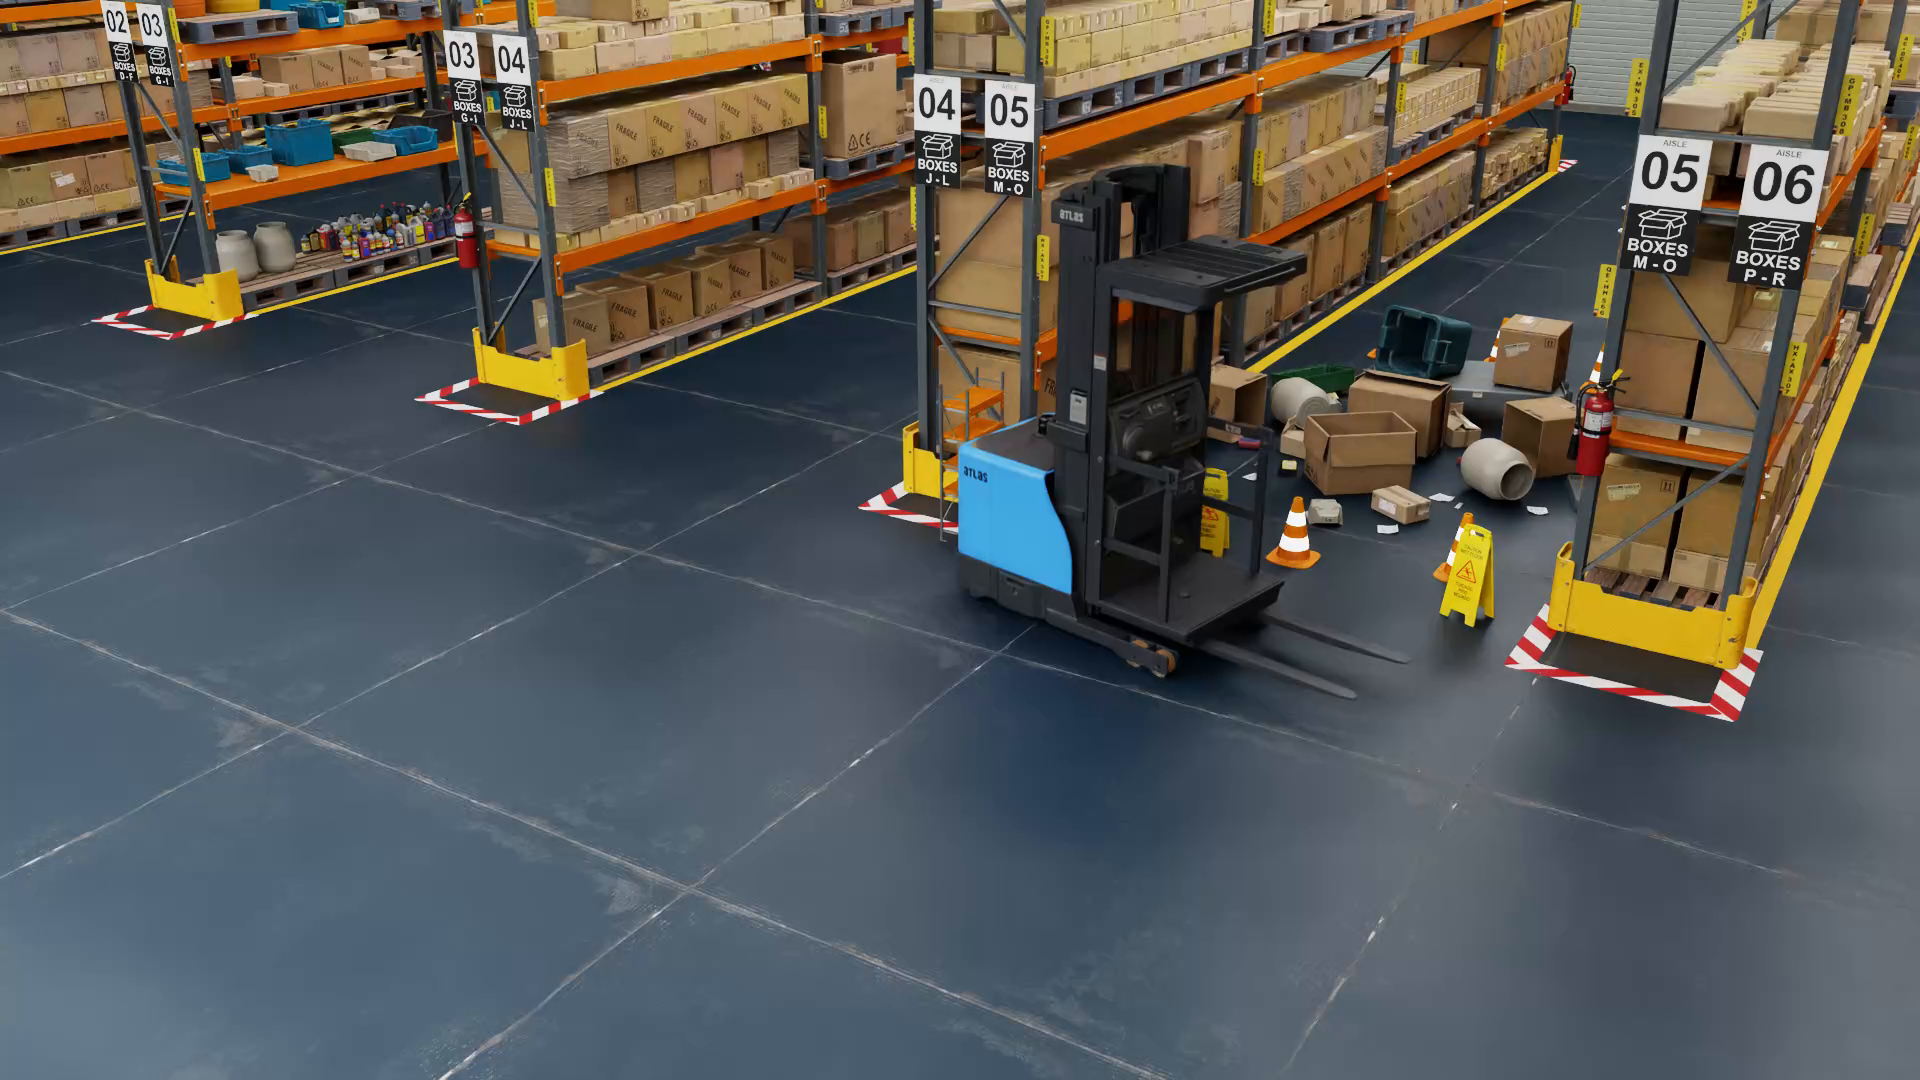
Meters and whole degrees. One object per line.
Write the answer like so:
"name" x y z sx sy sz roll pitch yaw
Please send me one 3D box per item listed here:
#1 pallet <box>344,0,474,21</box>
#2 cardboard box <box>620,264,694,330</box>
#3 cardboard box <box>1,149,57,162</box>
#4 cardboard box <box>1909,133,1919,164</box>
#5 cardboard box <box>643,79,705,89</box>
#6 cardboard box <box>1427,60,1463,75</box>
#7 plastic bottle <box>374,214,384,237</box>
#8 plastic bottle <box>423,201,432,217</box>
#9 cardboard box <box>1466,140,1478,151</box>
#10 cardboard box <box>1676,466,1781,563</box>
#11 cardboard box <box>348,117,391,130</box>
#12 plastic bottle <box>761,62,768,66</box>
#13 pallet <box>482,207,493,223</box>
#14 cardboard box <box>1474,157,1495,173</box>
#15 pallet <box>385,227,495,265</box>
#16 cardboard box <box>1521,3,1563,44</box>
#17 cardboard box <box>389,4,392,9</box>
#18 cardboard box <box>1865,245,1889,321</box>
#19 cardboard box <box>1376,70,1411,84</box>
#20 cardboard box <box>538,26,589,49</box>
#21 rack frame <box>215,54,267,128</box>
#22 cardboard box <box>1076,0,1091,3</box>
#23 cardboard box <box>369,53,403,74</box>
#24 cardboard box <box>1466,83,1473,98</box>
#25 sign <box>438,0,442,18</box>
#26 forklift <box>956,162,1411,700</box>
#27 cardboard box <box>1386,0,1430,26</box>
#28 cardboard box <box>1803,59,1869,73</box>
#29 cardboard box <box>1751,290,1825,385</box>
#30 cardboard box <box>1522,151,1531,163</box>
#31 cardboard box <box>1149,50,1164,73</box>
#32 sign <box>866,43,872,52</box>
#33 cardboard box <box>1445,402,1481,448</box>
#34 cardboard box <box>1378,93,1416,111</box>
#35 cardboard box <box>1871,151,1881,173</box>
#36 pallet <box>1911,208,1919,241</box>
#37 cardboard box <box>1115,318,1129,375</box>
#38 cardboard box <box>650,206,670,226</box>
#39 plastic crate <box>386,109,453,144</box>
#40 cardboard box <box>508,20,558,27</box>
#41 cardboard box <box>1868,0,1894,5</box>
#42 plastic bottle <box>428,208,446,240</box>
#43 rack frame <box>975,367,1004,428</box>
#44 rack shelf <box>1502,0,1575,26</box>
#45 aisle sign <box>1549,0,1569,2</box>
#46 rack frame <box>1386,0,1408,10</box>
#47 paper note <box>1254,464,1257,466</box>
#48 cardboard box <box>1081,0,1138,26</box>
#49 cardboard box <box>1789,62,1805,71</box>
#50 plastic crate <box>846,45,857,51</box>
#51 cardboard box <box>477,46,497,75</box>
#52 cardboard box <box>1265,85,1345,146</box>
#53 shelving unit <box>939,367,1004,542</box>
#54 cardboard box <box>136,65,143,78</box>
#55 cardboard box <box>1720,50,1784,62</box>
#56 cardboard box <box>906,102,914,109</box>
"pallet" -6.427 -6.203 19.266 1.213 0.211 1.003 14 27 29
"cardboard box" -3.056 -2.459 16.771 0.500 0.500 0.500 17 29 34
"cardboard box" -11.901 -4.726 21.379 0.500 0.500 0.500 14 27 29
"cardboard box" 9.910 -4.201 17.738 0.500 0.250 0.500 14 27 30
"cardboard box" -2.902 -4.344 16.751 0.500 0.500 0.500 14 27 29
"cardboard box" 6.474 -6.171 22.229 0.500 0.500 0.500 14 27 29
"plastic bottle" -7.053 -3.821 20.180 0.097 0.271 0.097 0 23 0
"plastic bottle" -6.670 -4.112 20.852 0.097 0.271 0.097 0 23 0
"cardboard box" 7.275 -5.615 23.755 0.380 0.149 0.250 14 27 29
"cardboard box" 5.060 -0.210 10.948 0.500 0.500 0.500 13 27 27
"cardboard box" -8.830 -6.180 24.977 0.500 0.311 0.500 14 27 29
"plastic bottle" -2.898 -7.091 24.916 0.144 0.351 0.185 14 27 29
"pallet" -5.748 -4.171 21.619 1.003 0.211 1.213 14 27 29
"cardboard box" 7.012 -5.077 22.513 0.380 0.149 0.250 15 28 31
"pallet" -6.519 -3.680 20.484 1.003 0.211 1.213 14 27 29
"cardboard box" 8.271 -7.380 23.762 0.500 0.500 0.500 13 27 27
"cardboard box" -10.616 -9.762 30.499 0.500 0.500 0.500 14 27 29
"cardboard box" 9.042 -2.846 17.195 0.875 0.875 0.875 14 27 28
"cardboard box" 5.447 -5.815 20.945 0.380 0.149 0.250 13 27 28
"cardboard box" -3.471 -4.392 14.530 0.380 0.149 0.250 15 27 30
"rack frame" -12.436 -8.604 28.348 1.000 3.000 0.127 14 27 29
"cardboard box" 0.823 -4.281 13.246 0.380 0.149 0.250 14 27 29
"cardboard box" -8.862 -7.265 25.367 0.500 0.311 0.500 14 27 28
"cardboard box" 6.278 -5.715 21.089 0.380 0.149 0.250 14 27 29
"sign" -4.493 -4.695 14.430 0.100 0.325 0.005 14 27 29
"forklift" 1.389 -0.732 10.252 3.031 2.935 1.130 21 31 39
"cardboard box" 4.876 -5.975 18.376 0.500 0.500 0.500 14 27 29
"cardboard box" 5.979 -3.182 11.362 0.380 0.149 0.250 13 27 28
"cardboard box" 5.411 -1.345 11.080 0.500 0.500 0.500 13 27 28
"cardboard box" 7.998 -5.546 23.970 0.380 0.149 0.250 14 27 30
"cardboard box" 1.381 -3.776 13.084 0.380 0.149 0.250 14 27 29
"sign" -1.443 -7.889 26.348 0.100 0.325 0.005 14 27 29
"cardboard box" 4.244 -0.983 14.186 0.258 0.266 0.396 -3 24 -7
"cardboard box" 5.030 -5.055 19.190 0.380 0.149 0.250 14 27 29
"cardboard box" 7.531 -3.208 14.040 0.380 0.149 0.250 16 28 32
"pallet" 11.828 -4.137 21.540 1.003 0.211 1.213 14 27 29
"cardboard box" 0.893 -1.474 14.024 0.875 0.875 0.875 13 27 28
"cardboard box" -3.025 -3.144 16.052 0.380 0.149 0.250 14 27 29
"plastic crate" -6.514 -4.999 20.100 0.767 0.338 0.504 14 27 29
"cardboard box" -3.862 -4.618 15.053 0.380 0.149 0.250 13 26 27
"cardboard box" 8.678 -5.188 16.025 0.797 0.503 0.637 12 26 26
"plastic bottle" -6.326 -3.821 20.082 0.144 0.351 0.185 12 26 26
"rack frame" 0.216 -0.689 12.331 0.240 1.200 0.015 14 27 29
"rack shelf" 7.514 -7.487 22.900 1.077 0.370 4.000 14 27 29
"aisle sign" 8.862 -8.271 24.307 0.394 0.787 0.004 14 27 29
"rack frame" 4.349 -7.169 17.483 1.000 3.000 0.127 14 27 29
"paper note" 2.476 -0.626 13.683 0.123 0.001 0.032 -12 26 -26
"cardboard box" 1.112 -3.971 12.529 0.380 0.149 0.250 13 27 28
"cardboard box" 6.033 -3.416 12.403 0.500 0.250 0.500 13 27 28
"plastic crate" -1.953 -8.127 27.191 0.392 0.384 0.575 14 27 29
"cardboard box" -3.993 -4.313 14.850 0.500 0.250 0.500 15 27 30
"cardboard box" 3.569 -4.427 17.315 0.700 0.500 0.500 13 27 28
"shelving unit" 0.087 -0.606 12.141 0.258 1.200 0.503 14 27 29
"cardboard box" -10.836 -6.081 21.578 0.380 0.149 0.250 14 27 29
"cardboard box" 5.633 -3.388 11.837 0.380 0.149 0.250 14 27 29
"cardboard box" -0.891 -5.096 19.906 0.500 0.250 0.500 13 27 27
